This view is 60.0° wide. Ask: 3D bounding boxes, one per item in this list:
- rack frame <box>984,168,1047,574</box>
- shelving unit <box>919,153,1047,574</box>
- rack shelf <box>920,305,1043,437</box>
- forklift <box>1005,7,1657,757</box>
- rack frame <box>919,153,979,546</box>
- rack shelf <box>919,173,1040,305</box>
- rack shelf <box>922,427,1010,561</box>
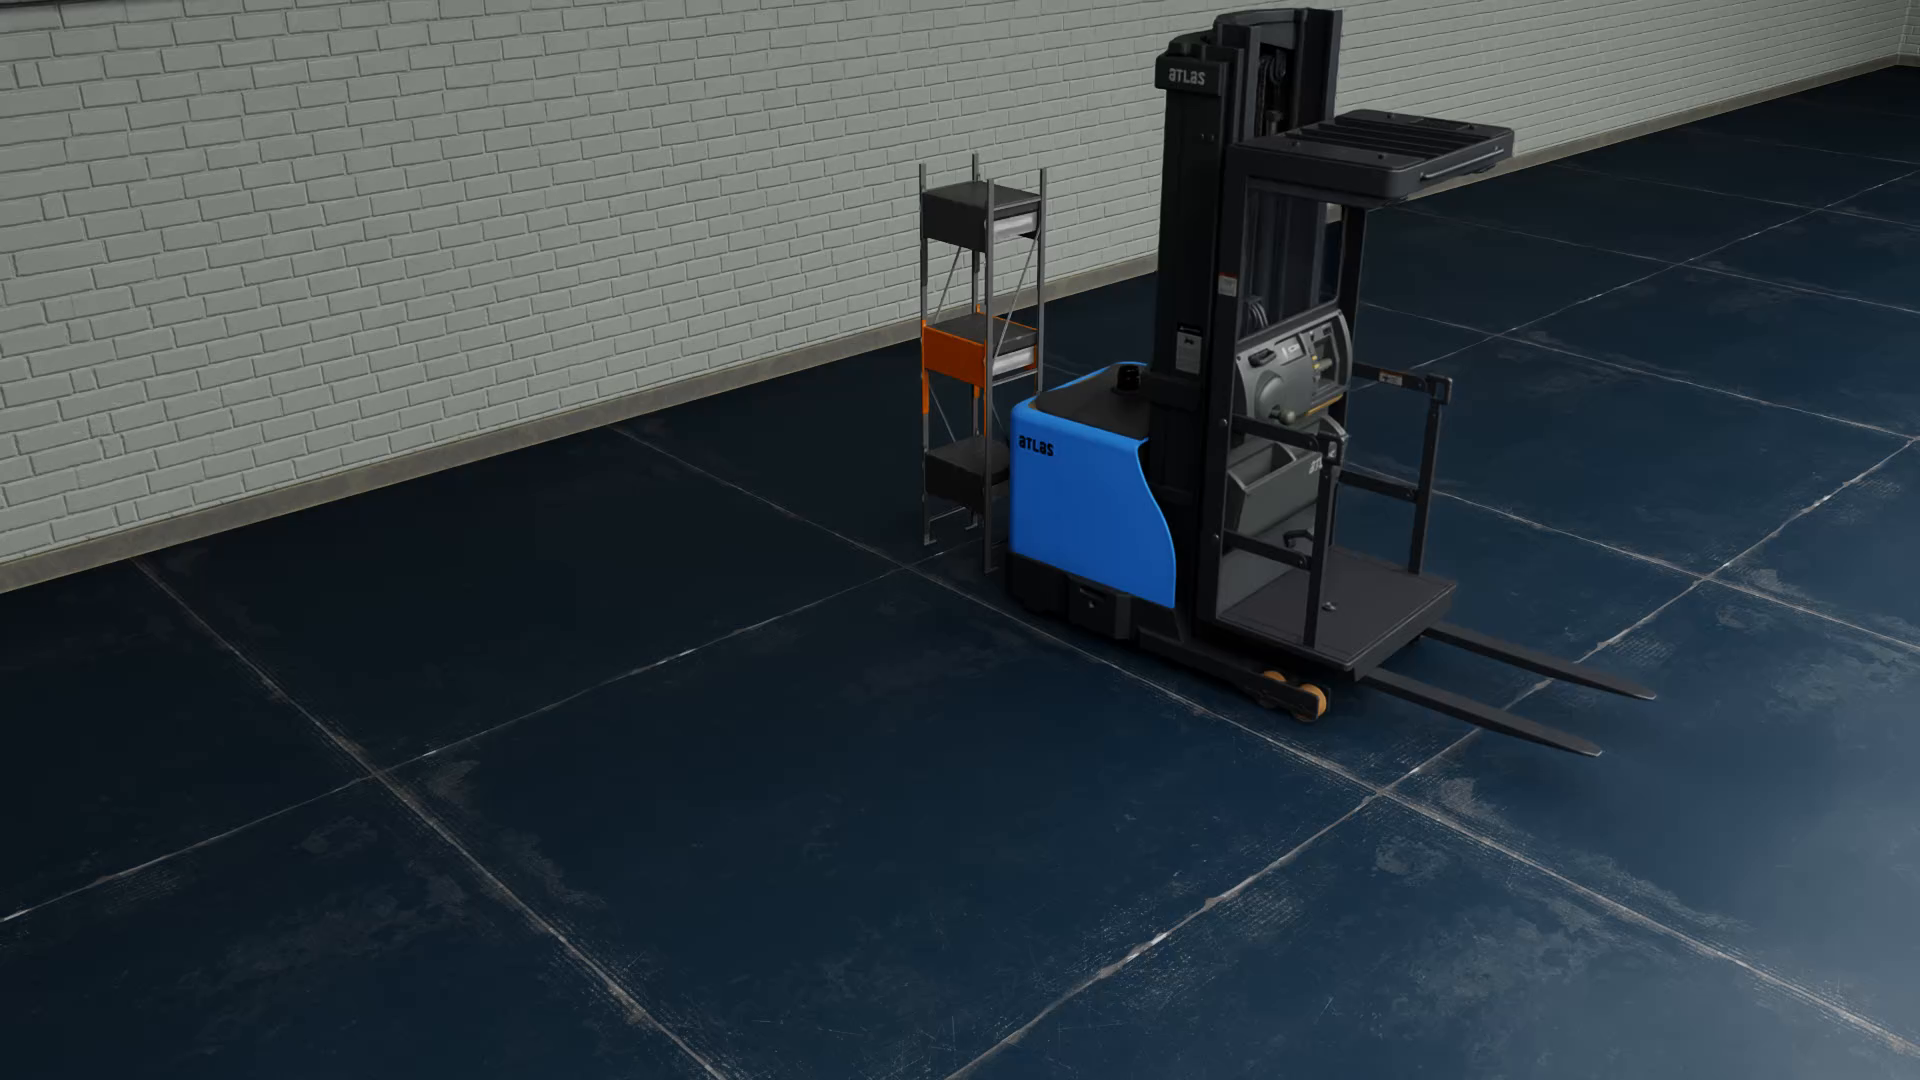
[{"bbox_3d":[0.280,-0.831,8.542,0.400,2.100,0.015,-21,32,-38],"label":"rack frame"},{"bbox_3d":[0.113,-0.905,8.704,0.431,2.100,0.503,-21,32,-38],"label":"shelving unit"},{"bbox_3d":[0.113,-0.893,8.710,0.431,0.518,0.480,-21,32,-38],"label":"rack shelf"},{"bbox_3d":[1.674,-0.764,7.393,3.031,2.935,1.130,20,31,37],"label":"forklift"},{"bbox_3d":[-0.054,-0.979,8.866,0.400,2.100,0.015,-21,32,-38],"label":"rack frame"},{"bbox_3d":[0.113,-1.530,8.419,0.431,0.518,0.480,-21,32,-38],"label":"rack shelf"},{"bbox_3d":[0.113,-0.256,9.000,0.431,0.518,0.480,-21,32,-38],"label":"rack shelf"}]
